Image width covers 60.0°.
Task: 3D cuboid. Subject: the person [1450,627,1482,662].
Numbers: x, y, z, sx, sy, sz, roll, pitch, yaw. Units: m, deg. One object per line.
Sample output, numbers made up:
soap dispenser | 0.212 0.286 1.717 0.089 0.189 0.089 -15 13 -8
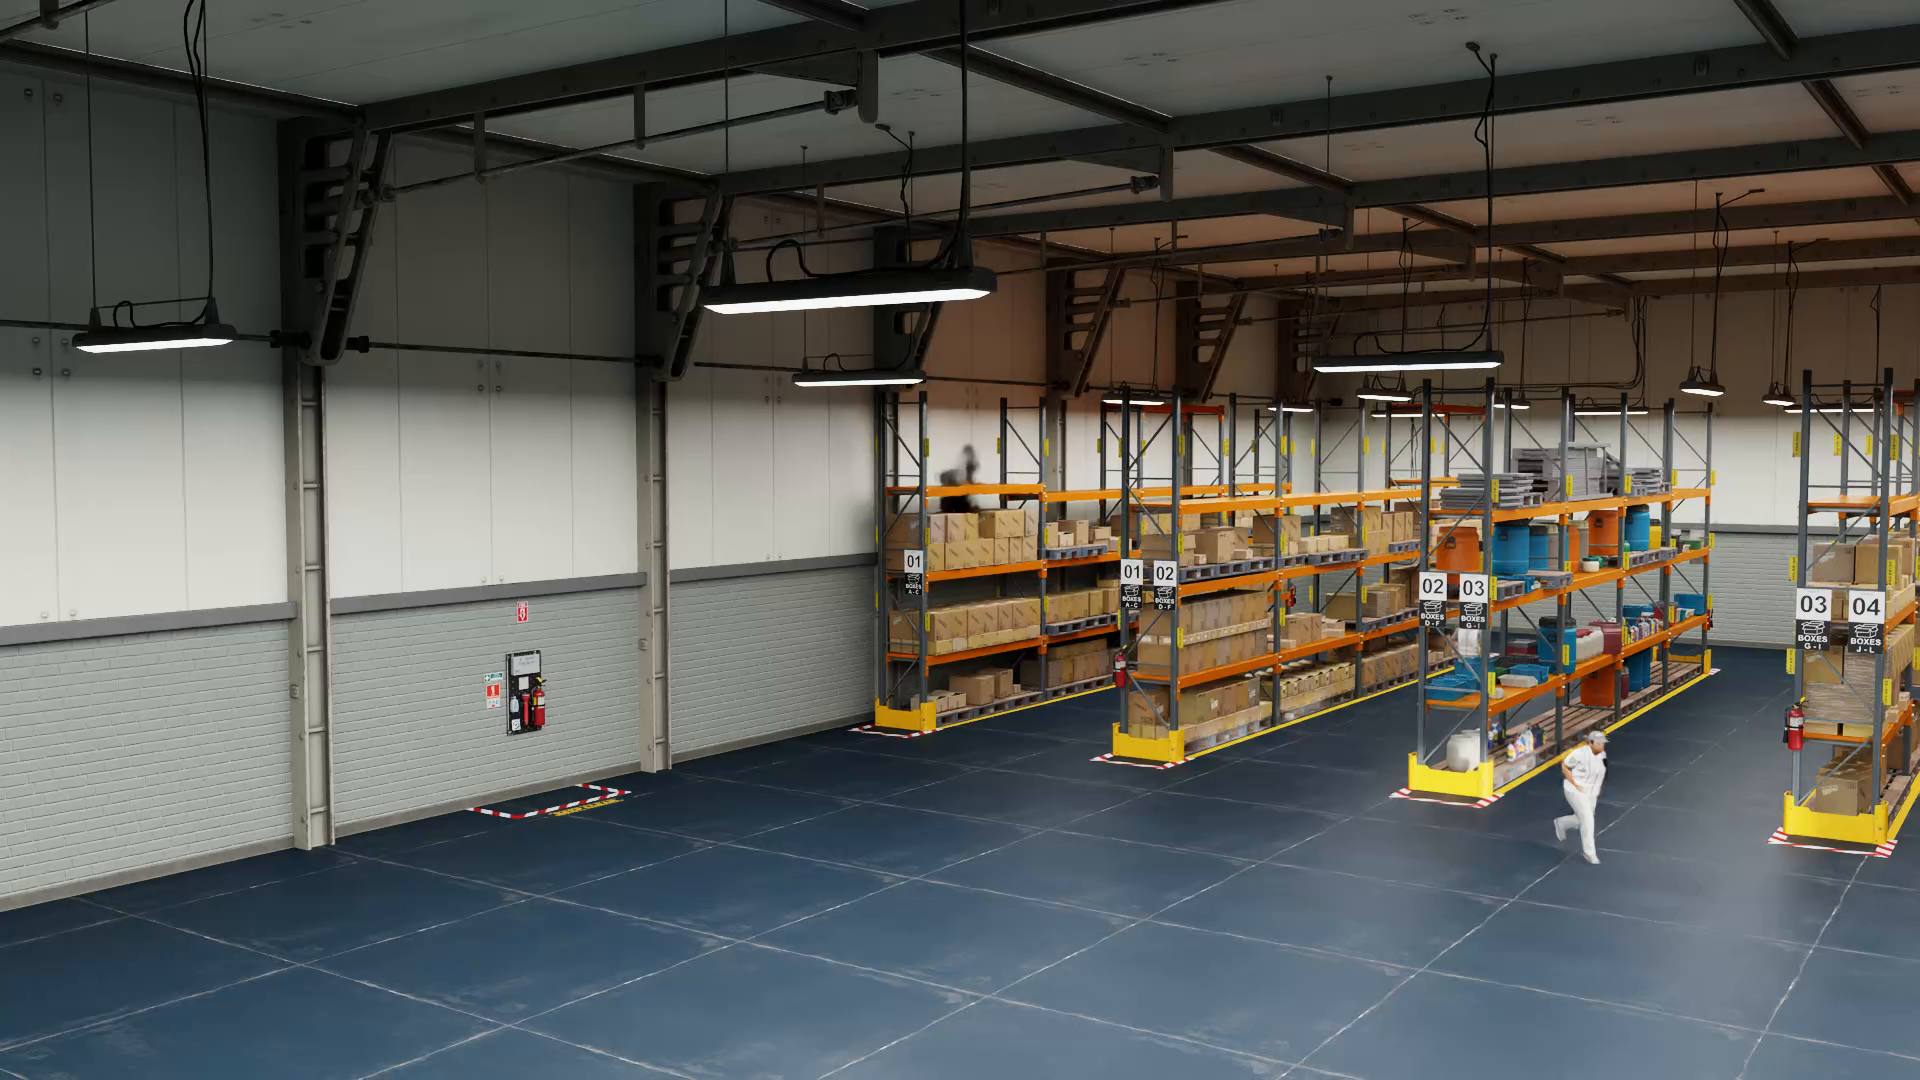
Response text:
person | 10.108 2.302 33.096 0.712 1.735 0.643 2 4 27

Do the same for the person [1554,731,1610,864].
person | 7.542 3.108 20.267 0.598 1.656 0.884 -1 3 -20
